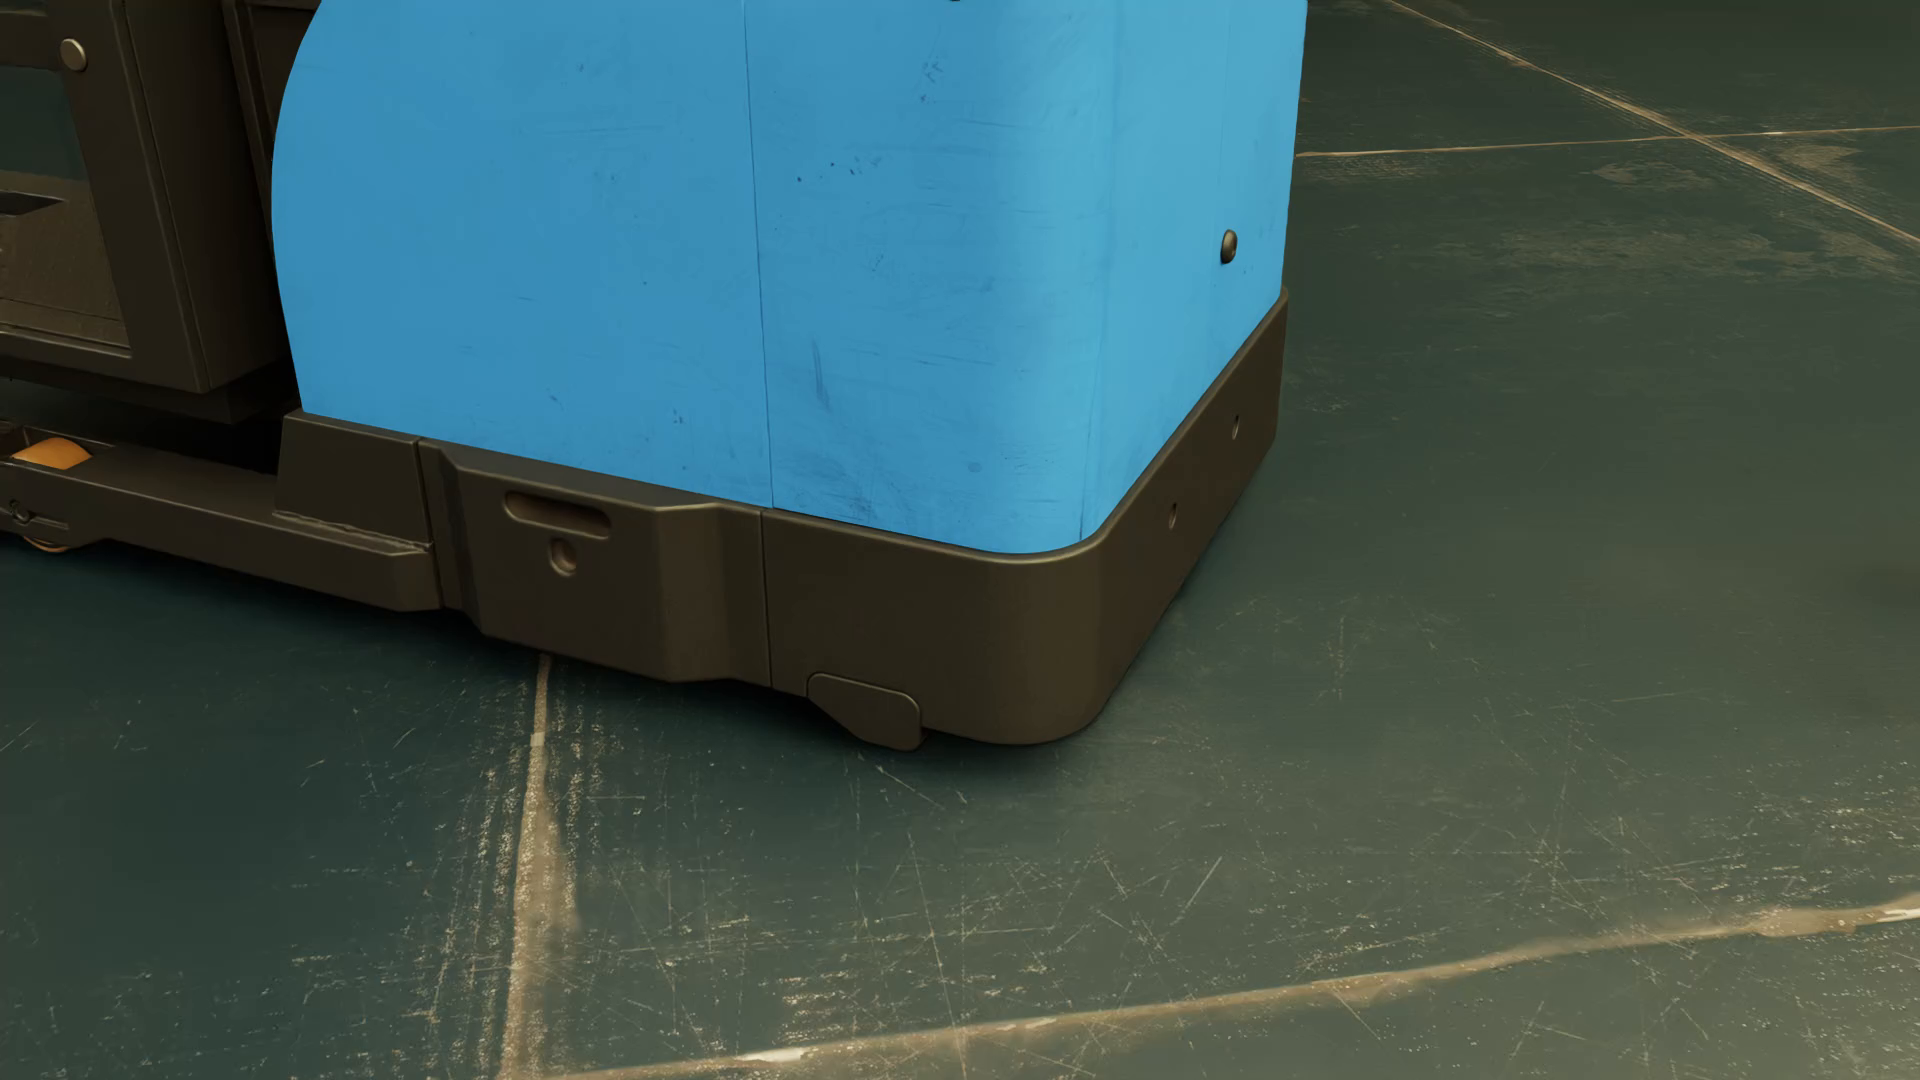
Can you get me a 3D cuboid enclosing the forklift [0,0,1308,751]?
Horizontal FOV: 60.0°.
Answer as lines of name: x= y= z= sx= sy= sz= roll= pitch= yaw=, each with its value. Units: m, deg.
forklift: x=-1.059 y=-1.489 z=2.178 sx=3.031 sy=2.935 sz=1.130 roll=12 pitch=30 yaw=21
